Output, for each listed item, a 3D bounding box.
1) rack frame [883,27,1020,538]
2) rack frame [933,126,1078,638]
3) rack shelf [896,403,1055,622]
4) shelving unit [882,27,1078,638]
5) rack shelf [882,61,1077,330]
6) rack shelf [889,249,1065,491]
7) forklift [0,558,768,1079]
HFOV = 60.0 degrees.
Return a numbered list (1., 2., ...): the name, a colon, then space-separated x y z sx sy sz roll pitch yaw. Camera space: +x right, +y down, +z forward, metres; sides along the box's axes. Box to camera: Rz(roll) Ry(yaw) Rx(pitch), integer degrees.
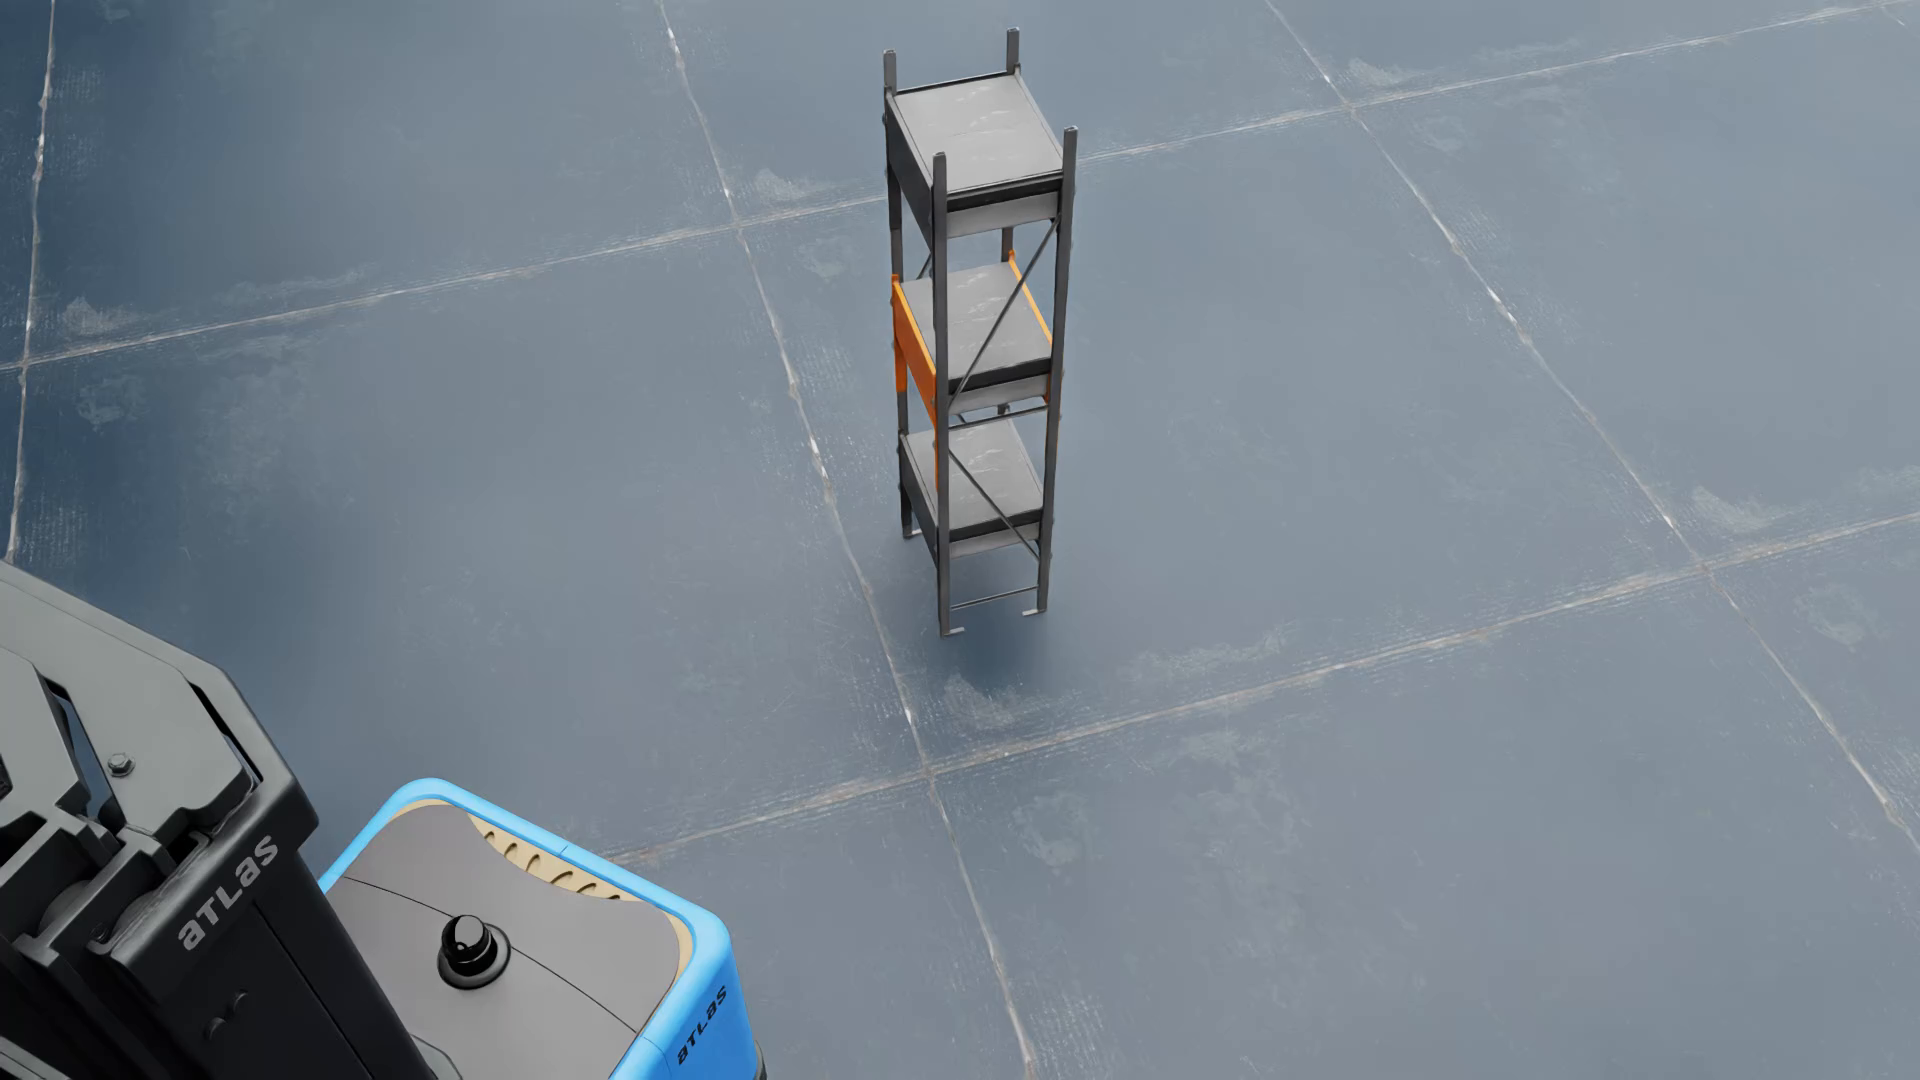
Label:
1. rack frame: -0.023 -0.734 5.496 0.400 2.100 0.015 -13 51 -11
2. rack frame: 0.121 -0.378 5.195 0.400 2.100 0.015 -13 51 -11
3. rack shelf: 0.049 -0.096 5.891 0.431 0.518 0.480 -13 51 -11
4. shelving unit: 0.049 -0.556 5.345 0.431 2.100 0.503 -13 51 -11
5. rack shelf: 0.049 -0.998 4.821 0.431 0.518 0.480 -13 51 -11
6. rack shelf: 0.049 -0.547 5.356 0.431 0.518 0.480 -13 51 -11
7. forklift: -1.673 1.519 3.053 1.130 2.935 3.031 22 53 17
